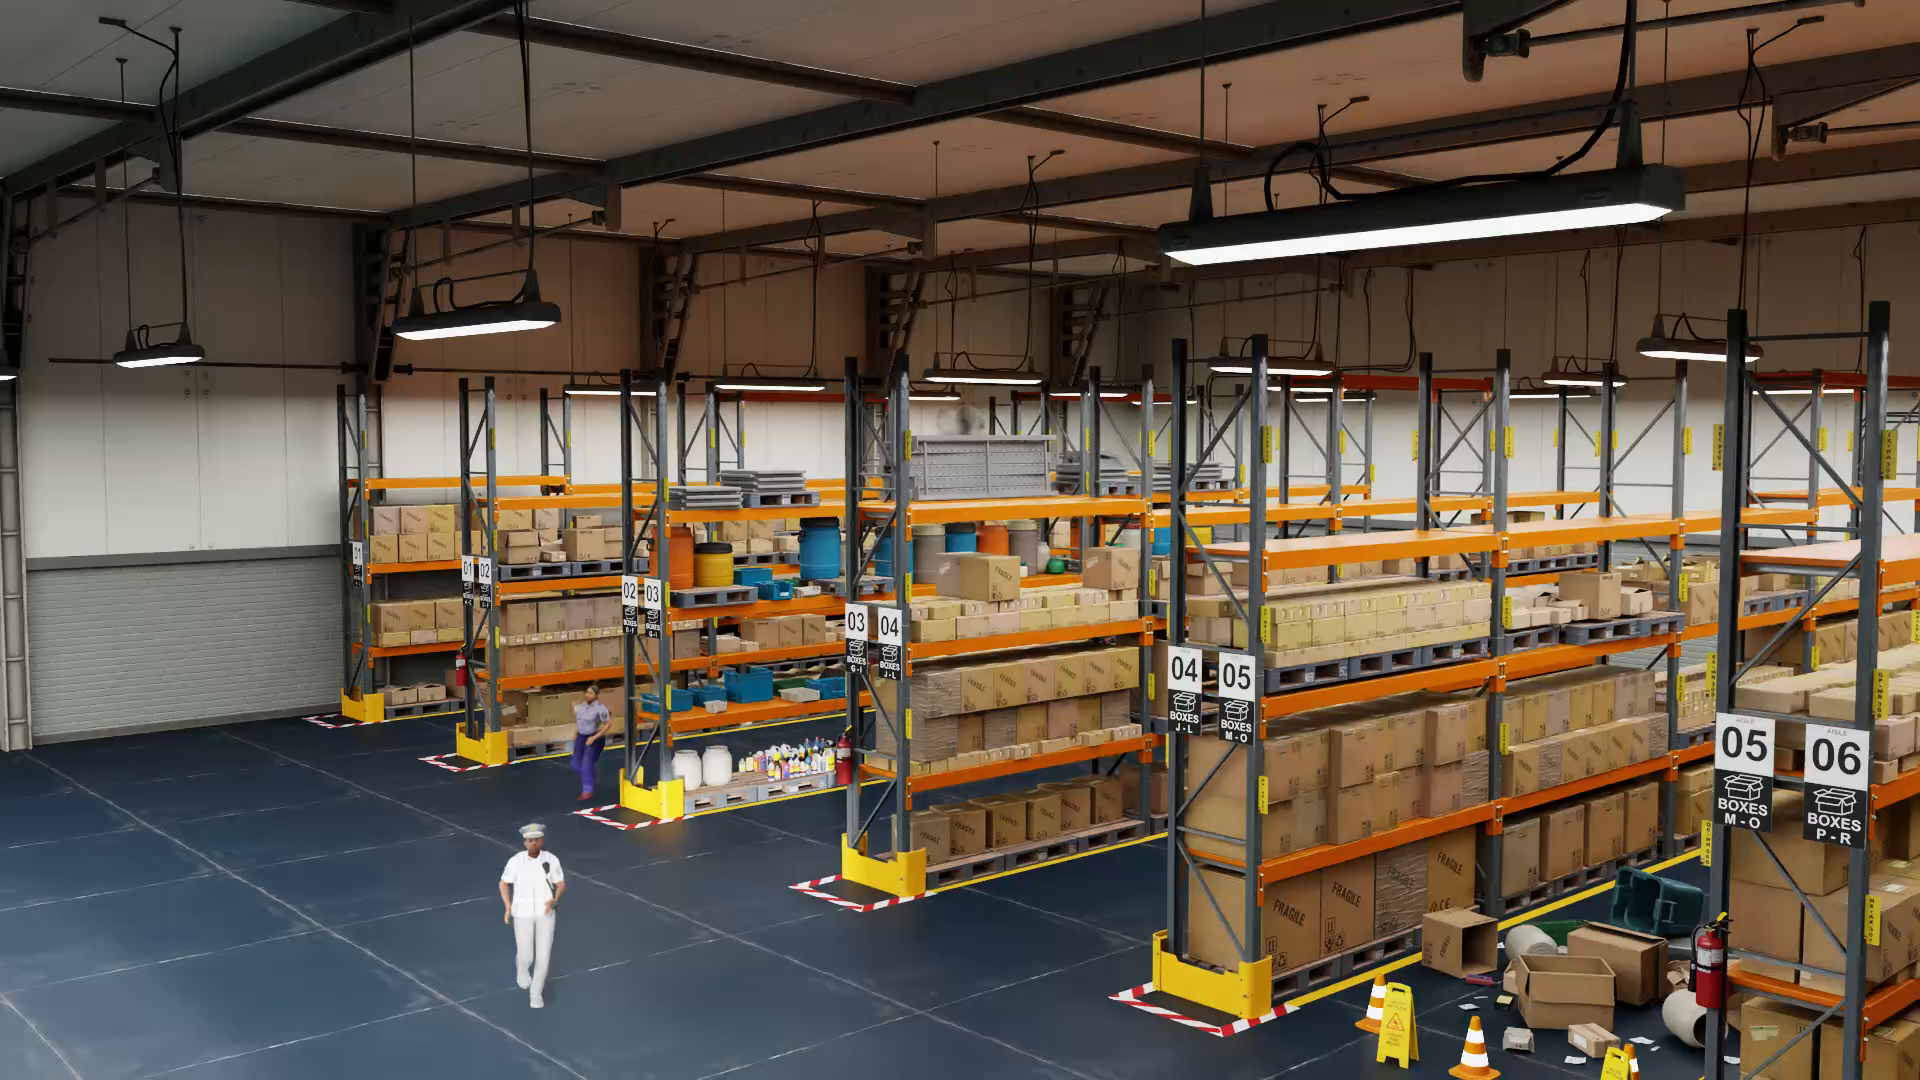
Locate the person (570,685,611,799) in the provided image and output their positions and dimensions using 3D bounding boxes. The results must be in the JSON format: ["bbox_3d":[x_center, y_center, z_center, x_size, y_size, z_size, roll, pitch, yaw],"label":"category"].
[{"bbox_3d":[-5.170,2.856,23.423,0.634,1.628,0.541,2,4,27],"label":"person"}]

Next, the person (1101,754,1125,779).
[{"bbox_3d":[2.170,2.736,24.380,0.592,1.651,0.539,3,5,41],"label":"person"}]

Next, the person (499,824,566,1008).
[{"bbox_3d":[-3.828,3.364,14.937,0.574,1.653,0.558,-1,4,-18],"label":"person"}]
